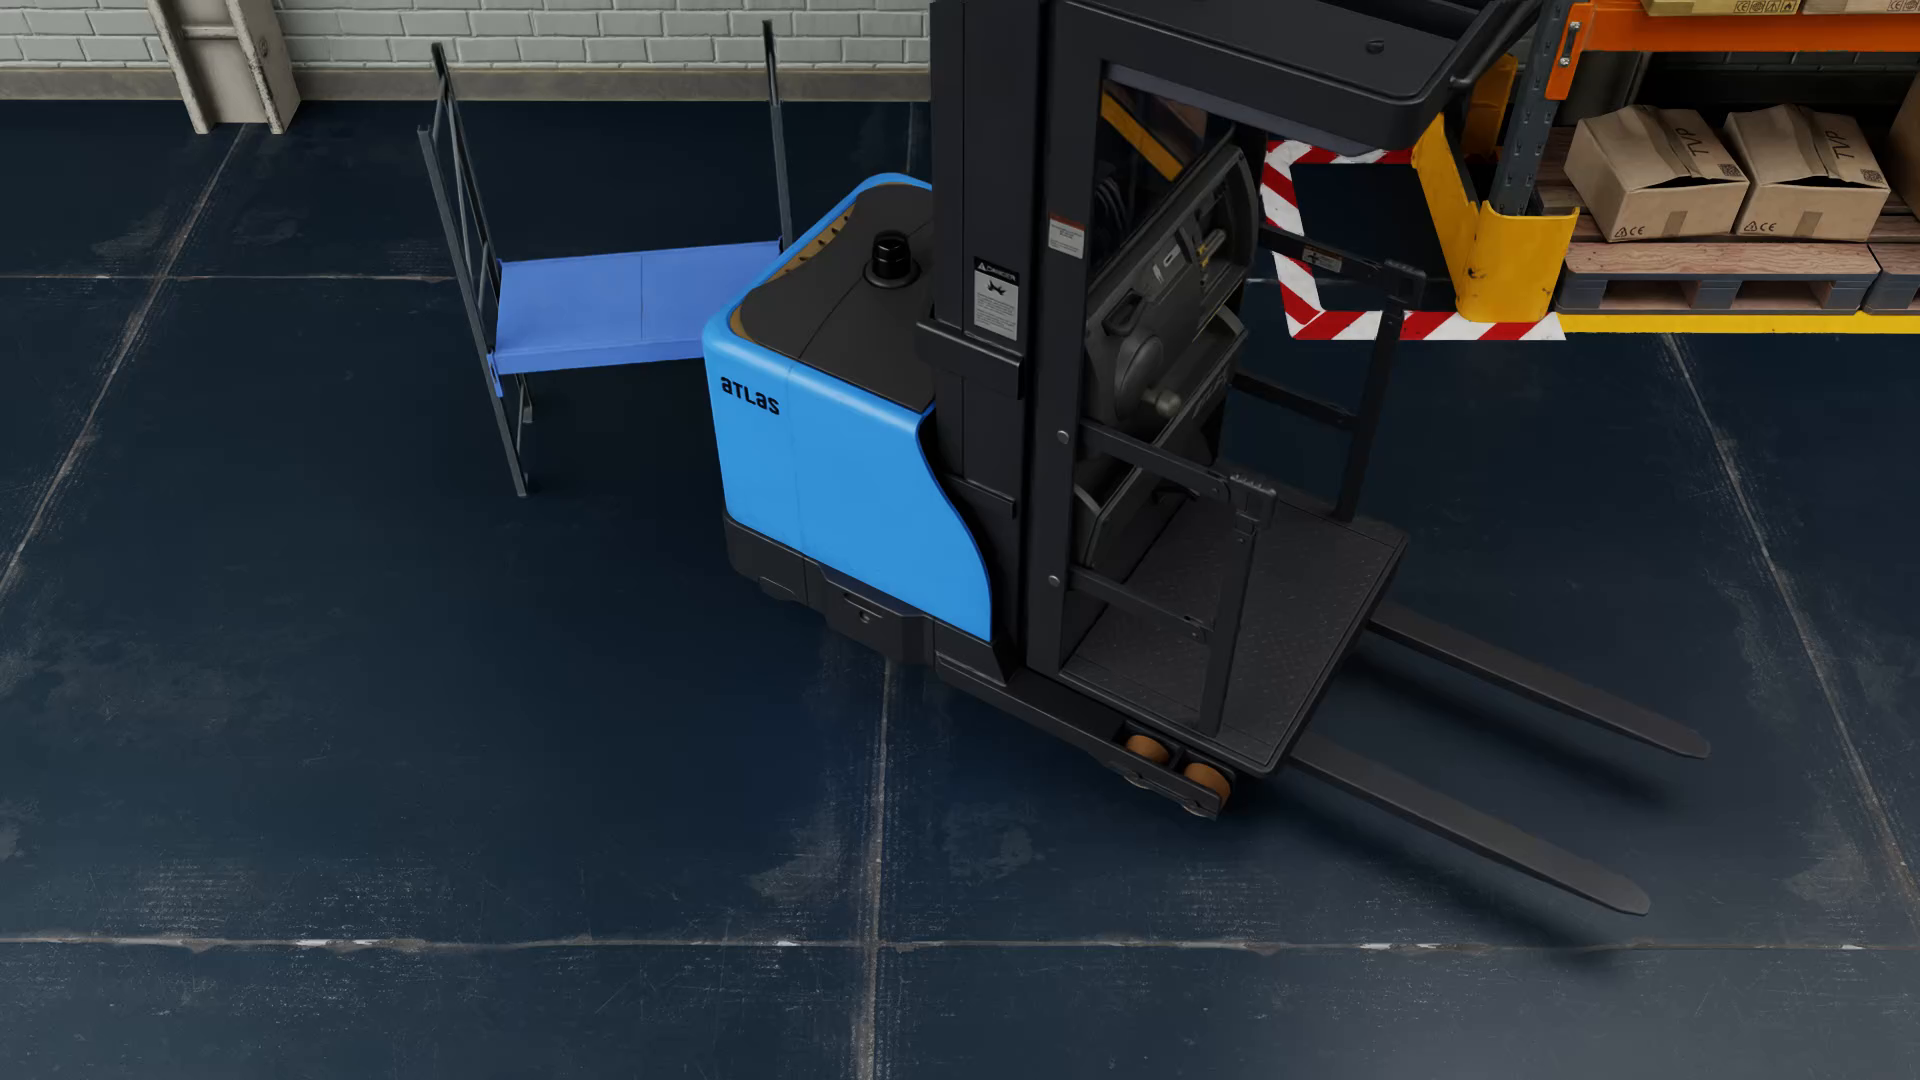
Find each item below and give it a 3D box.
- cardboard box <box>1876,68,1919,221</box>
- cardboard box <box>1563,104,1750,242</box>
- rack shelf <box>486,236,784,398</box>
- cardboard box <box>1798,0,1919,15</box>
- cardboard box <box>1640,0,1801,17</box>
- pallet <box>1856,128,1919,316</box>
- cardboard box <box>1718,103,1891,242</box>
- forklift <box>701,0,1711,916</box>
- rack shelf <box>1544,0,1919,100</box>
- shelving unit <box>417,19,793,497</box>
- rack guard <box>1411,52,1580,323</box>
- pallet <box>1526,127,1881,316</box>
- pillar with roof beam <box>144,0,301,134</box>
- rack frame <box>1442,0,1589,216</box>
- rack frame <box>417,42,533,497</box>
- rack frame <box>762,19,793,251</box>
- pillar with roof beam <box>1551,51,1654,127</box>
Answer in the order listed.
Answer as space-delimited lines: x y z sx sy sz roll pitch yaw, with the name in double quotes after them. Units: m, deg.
4.068 -1.497 6.501 0.500 0.500 0.700 -3 47 -2 "cardboard box"
2.765 -1.473 6.608 0.500 0.311 0.500 -5 47 -4 "cardboard box"
-1.078 -0.771 5.689 1.000 0.185 0.538 -6 47 -5 "rack shelf"
3.079 -2.037 5.686 0.500 0.250 0.500 -1 47 -1 "cardboard box"
2.560 -2.028 5.678 0.500 0.250 0.500 -1 47 -1 "cardboard box"
4.178 -1.323 6.837 1.213 0.211 1.003 0 47 0 "pallet"
3.335 -1.471 6.606 0.500 0.311 0.500 4 47 3 "cardboard box"
0.744 -0.620 4.325 3.031 2.935 1.130 24 52 21 "forklift"
4.073 -2.056 6.106 4.000 0.370 1.077 0 47 0 "rack shelf"
-1.078 -0.893 5.557 1.048 1.500 0.538 -6 47 -5 "shelving unit"
2.149 -1.455 6.762 0.348 0.500 1.175 0 47 0 "rack guard"
2.962 -1.328 6.842 1.213 0.211 1.003 0 47 0 "pallet"
-3.239 -1.847 1.321 0.400 9.000 9.100 0 47 0 "pillar with roof beam"
2.073 -2.306 5.848 0.127 3.000 1.000 0 47 0 "rack frame"
-1.582 -0.845 5.512 0.032 1.500 0.500 -6 47 -5 "rack frame"
-0.574 -0.942 5.602 0.032 1.500 0.500 -6 47 -5 "rack frame"
2.760 -1.831 1.306 0.400 9.000 9.100 0 47 0 "pillar with roof beam"
